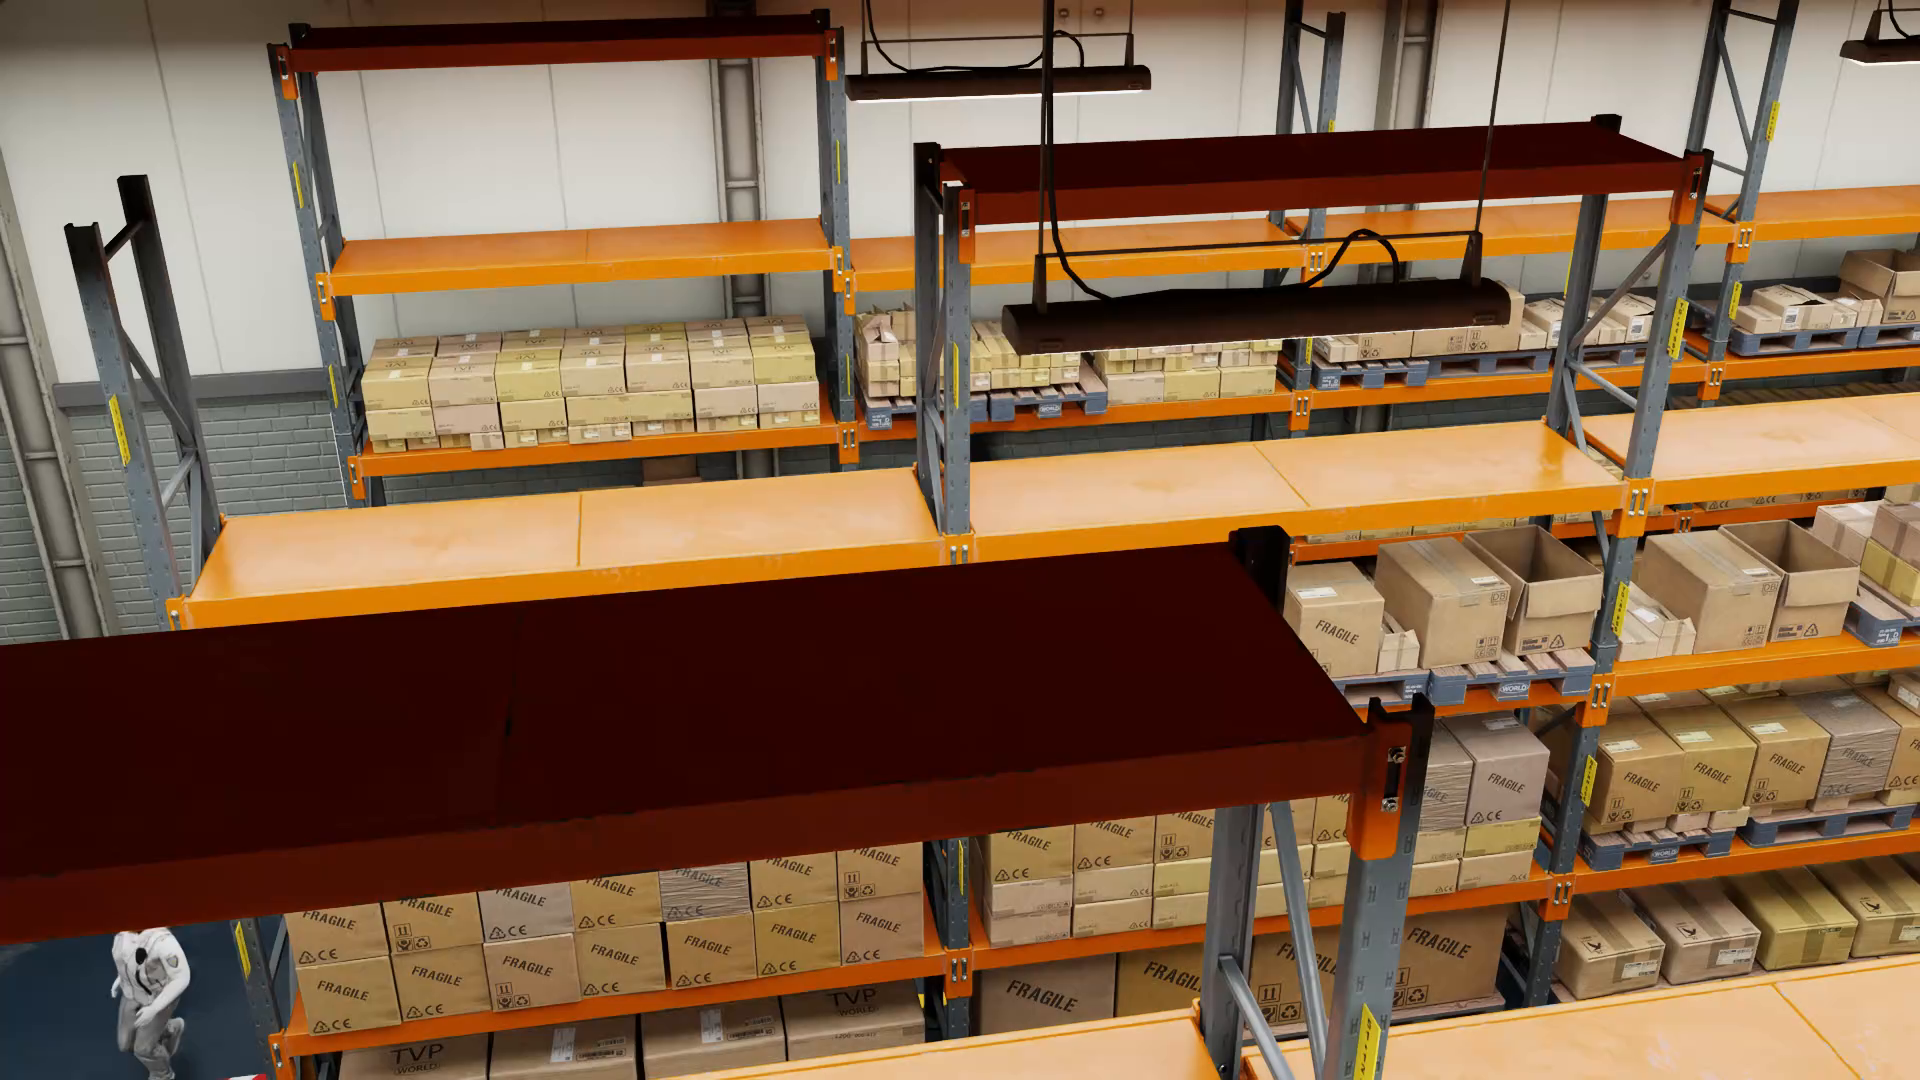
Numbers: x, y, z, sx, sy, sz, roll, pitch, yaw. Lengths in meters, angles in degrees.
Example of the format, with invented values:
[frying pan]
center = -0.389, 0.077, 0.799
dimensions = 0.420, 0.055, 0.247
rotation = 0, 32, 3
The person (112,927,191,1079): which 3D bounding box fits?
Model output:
[person]
center = -5.070, 2.848, 10.534
dimensions = 0.642, 1.634, 0.500
rotation = 11, 28, 21
